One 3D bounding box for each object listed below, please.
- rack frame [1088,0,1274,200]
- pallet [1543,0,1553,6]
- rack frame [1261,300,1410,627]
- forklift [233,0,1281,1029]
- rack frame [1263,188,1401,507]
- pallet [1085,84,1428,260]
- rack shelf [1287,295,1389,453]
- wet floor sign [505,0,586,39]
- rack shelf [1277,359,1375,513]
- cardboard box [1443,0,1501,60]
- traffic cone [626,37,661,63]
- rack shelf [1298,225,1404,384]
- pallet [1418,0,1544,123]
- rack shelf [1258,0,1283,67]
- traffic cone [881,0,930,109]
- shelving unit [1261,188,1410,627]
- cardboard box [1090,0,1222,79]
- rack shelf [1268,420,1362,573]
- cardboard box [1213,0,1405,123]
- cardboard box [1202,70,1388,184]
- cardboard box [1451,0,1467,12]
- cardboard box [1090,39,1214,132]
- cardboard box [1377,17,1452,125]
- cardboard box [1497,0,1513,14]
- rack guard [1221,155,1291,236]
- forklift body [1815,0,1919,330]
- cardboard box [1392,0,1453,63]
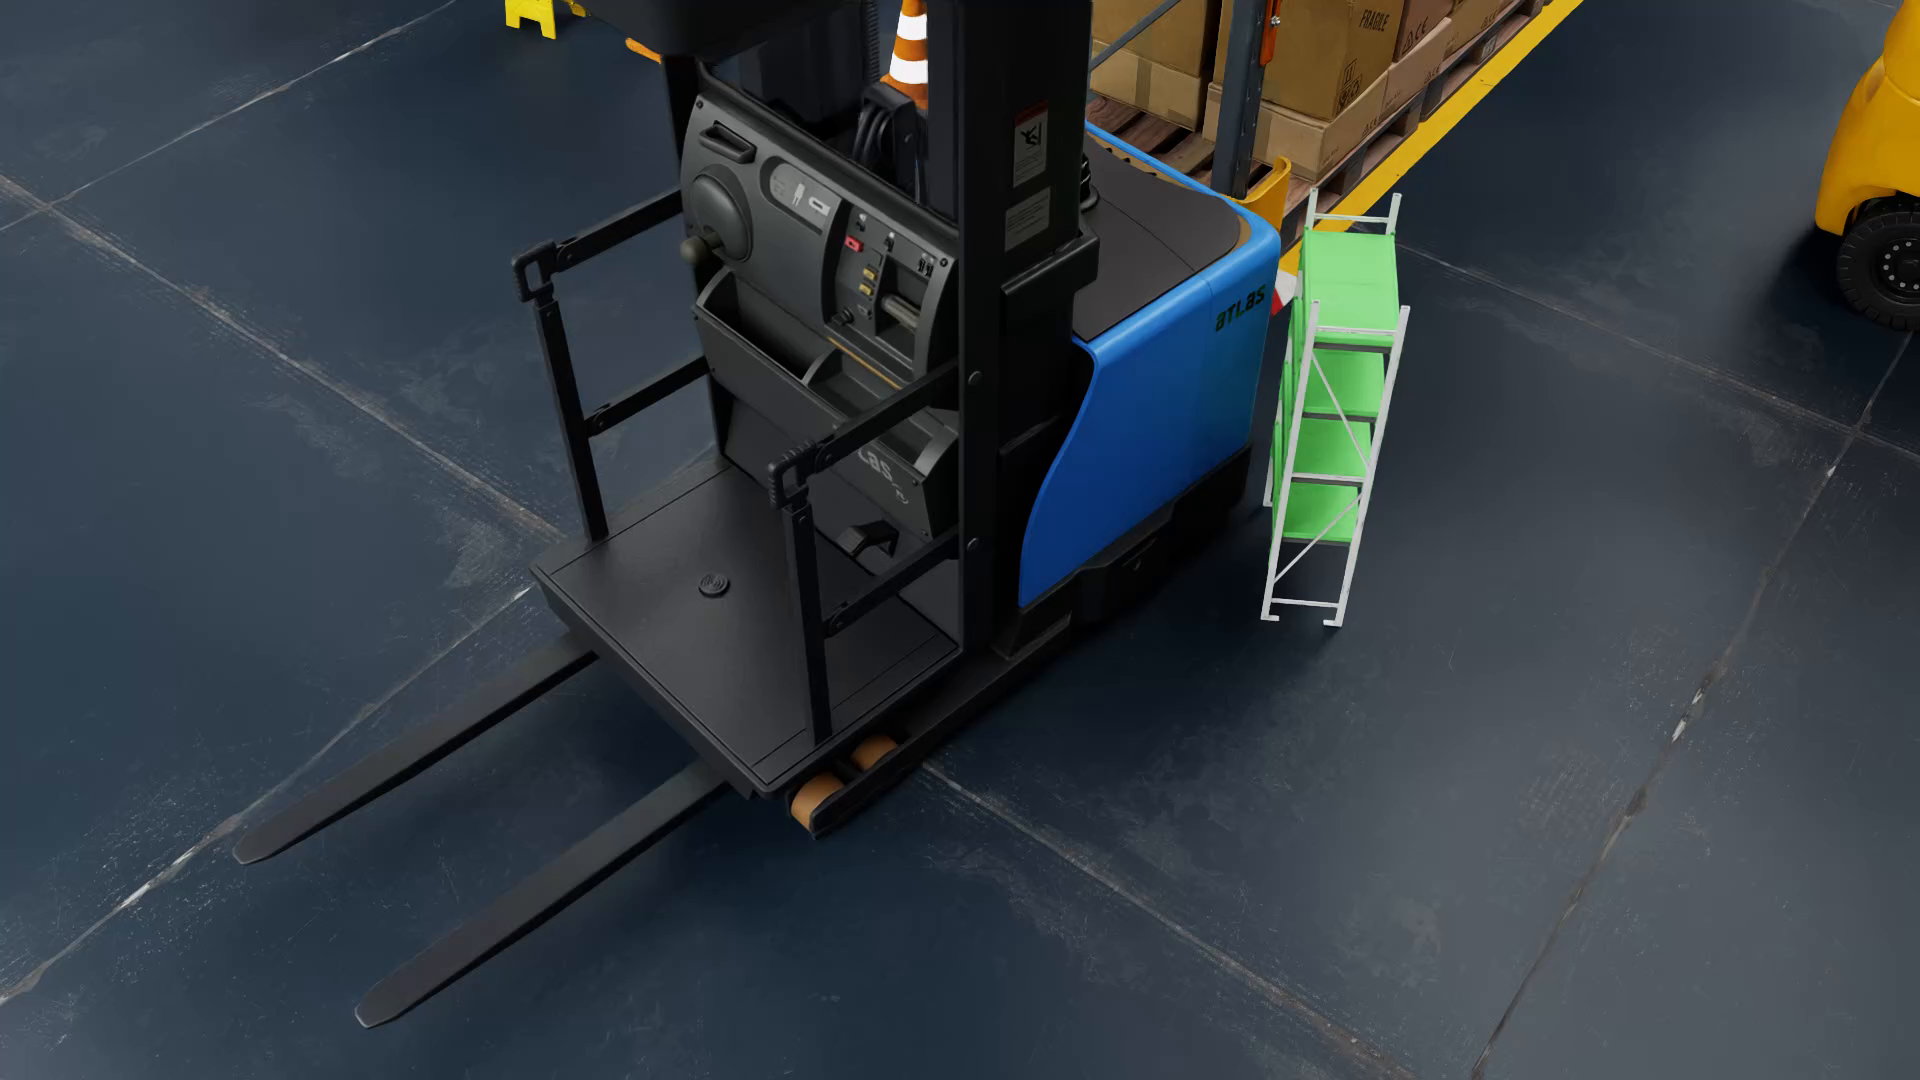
[{"bbox_3d":[0.571,-2.132,5.212,1.000,3.000,0.127,29,53,25],"label":"rack frame"},{"bbox_3d":[2.634,-3.058,8.025,1.003,0.211,1.213,29,53,25],"label":"pallet"},{"bbox_3d":[1.014,-0.171,4.579,0.240,1.200,0.015,5,46,6],"label":"rack frame"},{"bbox_3d":[-0.508,-0.651,3.845,3.031,2.935,1.130,-34,55,-28],"label":"forklift"},{"bbox_3d":[1.081,-0.521,4.913,0.240,1.200,0.015,5,46,6],"label":"rack frame"},{"bbox_3d":[1.142,-1.662,6.691,1.003,0.211,1.213,29,53,25],"label":"pallet"},{"bbox_3d":[1.043,-0.468,4.619,0.258,0.148,0.480,5,46,6],"label":"rack shelf"},{"bbox_3d":[-1.859,-2.558,7.247,0.267,0.644,0.232,21,50,19],"label":"wet floor sign"},{"bbox_3d":[1.049,-0.302,4.792,0.258,0.148,0.480,5,46,6],"label":"rack shelf"},{"bbox_3d":[1.924,-2.273,6.958,0.500,0.250,0.500,33,54,27],"label":"cardboard box"},{"bbox_3d":[-1.274,-2.368,7.192,0.336,0.463,0.334,29,53,25],"label":"traffic cone"},{"bbox_3d":[1.037,-0.634,4.446,0.258,0.148,0.480,5,46,6],"label":"rack shelf"},{"bbox_3d":[1.888,-2.357,7.355,1.003,0.211,1.213,29,53,25],"label":"pallet"},{"bbox_3d":[1.793,-3.028,6.566,1.077,0.370,4.000,29,53,25],"label":"rack shelf"},{"bbox_3d":[-0.187,-2.072,6.909,0.336,0.463,0.334,29,53,25],"label":"traffic cone"},{"bbox_3d":[1.047,-0.346,4.746,0.258,1.200,0.503,5,46,6],"label":"shelving unit"},{"bbox_3d":[0.854,-2.160,6.332,0.500,0.500,0.500,30,53,25],"label":"cardboard box"},{"bbox_3d":[1.055,-0.135,4.965,0.258,0.148,0.480,5,46,6],"label":"rack shelf"},{"bbox_3d":[1.297,-1.940,6.121,0.500,0.500,0.500,28,52,24],"label":"cardboard box"},{"bbox_3d":[1.283,-1.667,6.379,0.500,0.250,0.500,29,53,25],"label":"cardboard box"},{"bbox_3d":[1.926,-2.524,6.679,0.500,0.500,0.500,30,53,26],"label":"cardboard box"},{"bbox_3d":[0.867,-1.923,6.623,0.500,0.250,0.500,29,53,25],"label":"cardboard box"},{"bbox_3d":[1.601,-1.955,6.655,0.500,0.250,0.500,31,54,26],"label":"cardboard box"},{"bbox_3d":[2.235,-2.561,7.233,0.500,0.250,0.500,30,53,26],"label":"cardboard box"},{"bbox_3d":[0.617,-1.312,6.158,1.175,0.500,0.348,29,53,25],"label":"rack guard"},{"bbox_3d":[4.216,-1.538,5.232,2.313,2.155,1.214,29,53,25],"label":"forklift body"},{"bbox_3d":[1.613,-2.241,6.409,0.500,0.500,0.500,27,52,24],"label":"cardboard box"}]
